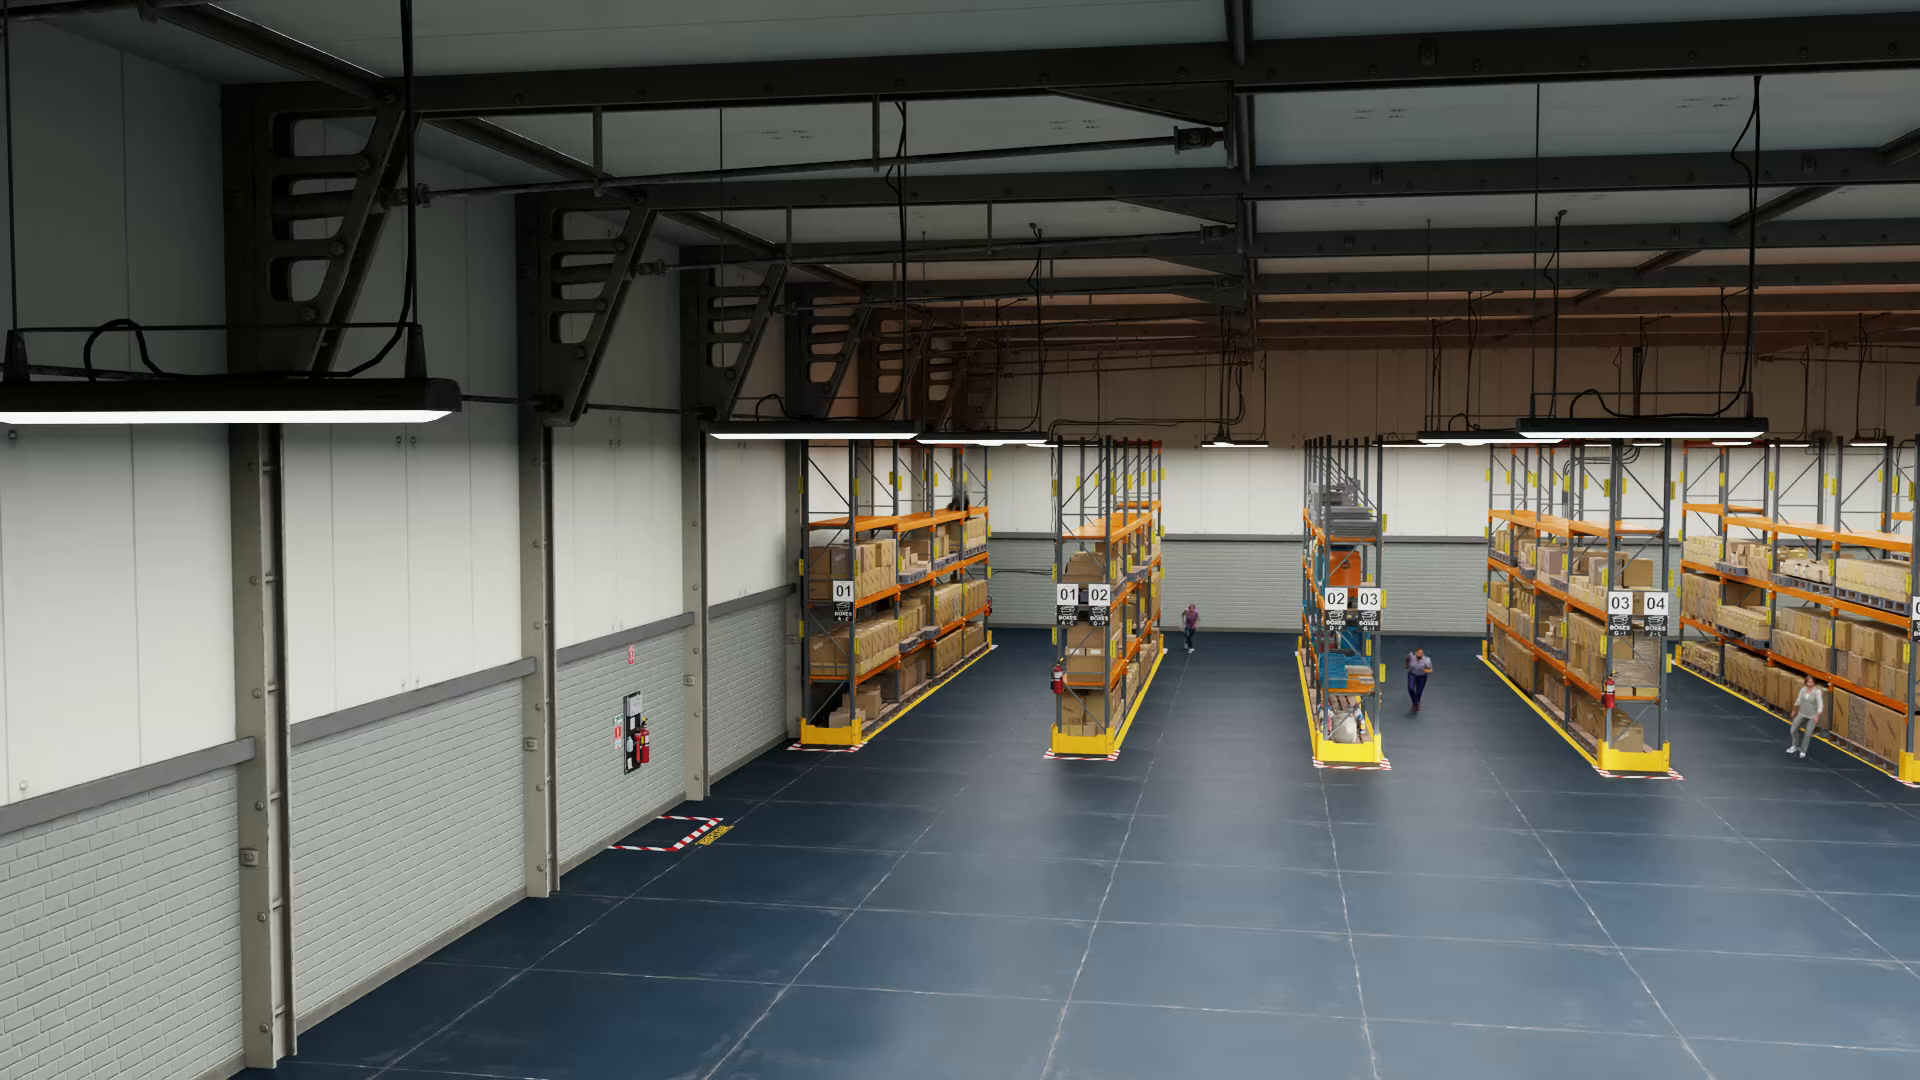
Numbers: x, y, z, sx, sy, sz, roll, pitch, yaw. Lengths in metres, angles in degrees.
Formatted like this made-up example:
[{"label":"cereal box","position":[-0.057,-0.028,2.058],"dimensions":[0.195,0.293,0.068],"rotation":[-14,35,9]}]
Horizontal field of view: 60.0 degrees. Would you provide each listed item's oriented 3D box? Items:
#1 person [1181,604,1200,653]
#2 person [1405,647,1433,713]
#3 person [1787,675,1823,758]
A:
[{"label":"person","position":[6.556,2.484,47.309],"dimensions":[0.529,1.409,1.012],"rotation":[0,3,3]},{"label":"person","position":[10.020,3.025,36.325],"dimensions":[0.591,1.443,1.059],"rotation":[1,3,15]},{"label":"person","position":[15.711,3.287,30.915],"dimensions":[0.430,1.583,0.653],"rotation":[-3,4,-42]}]
